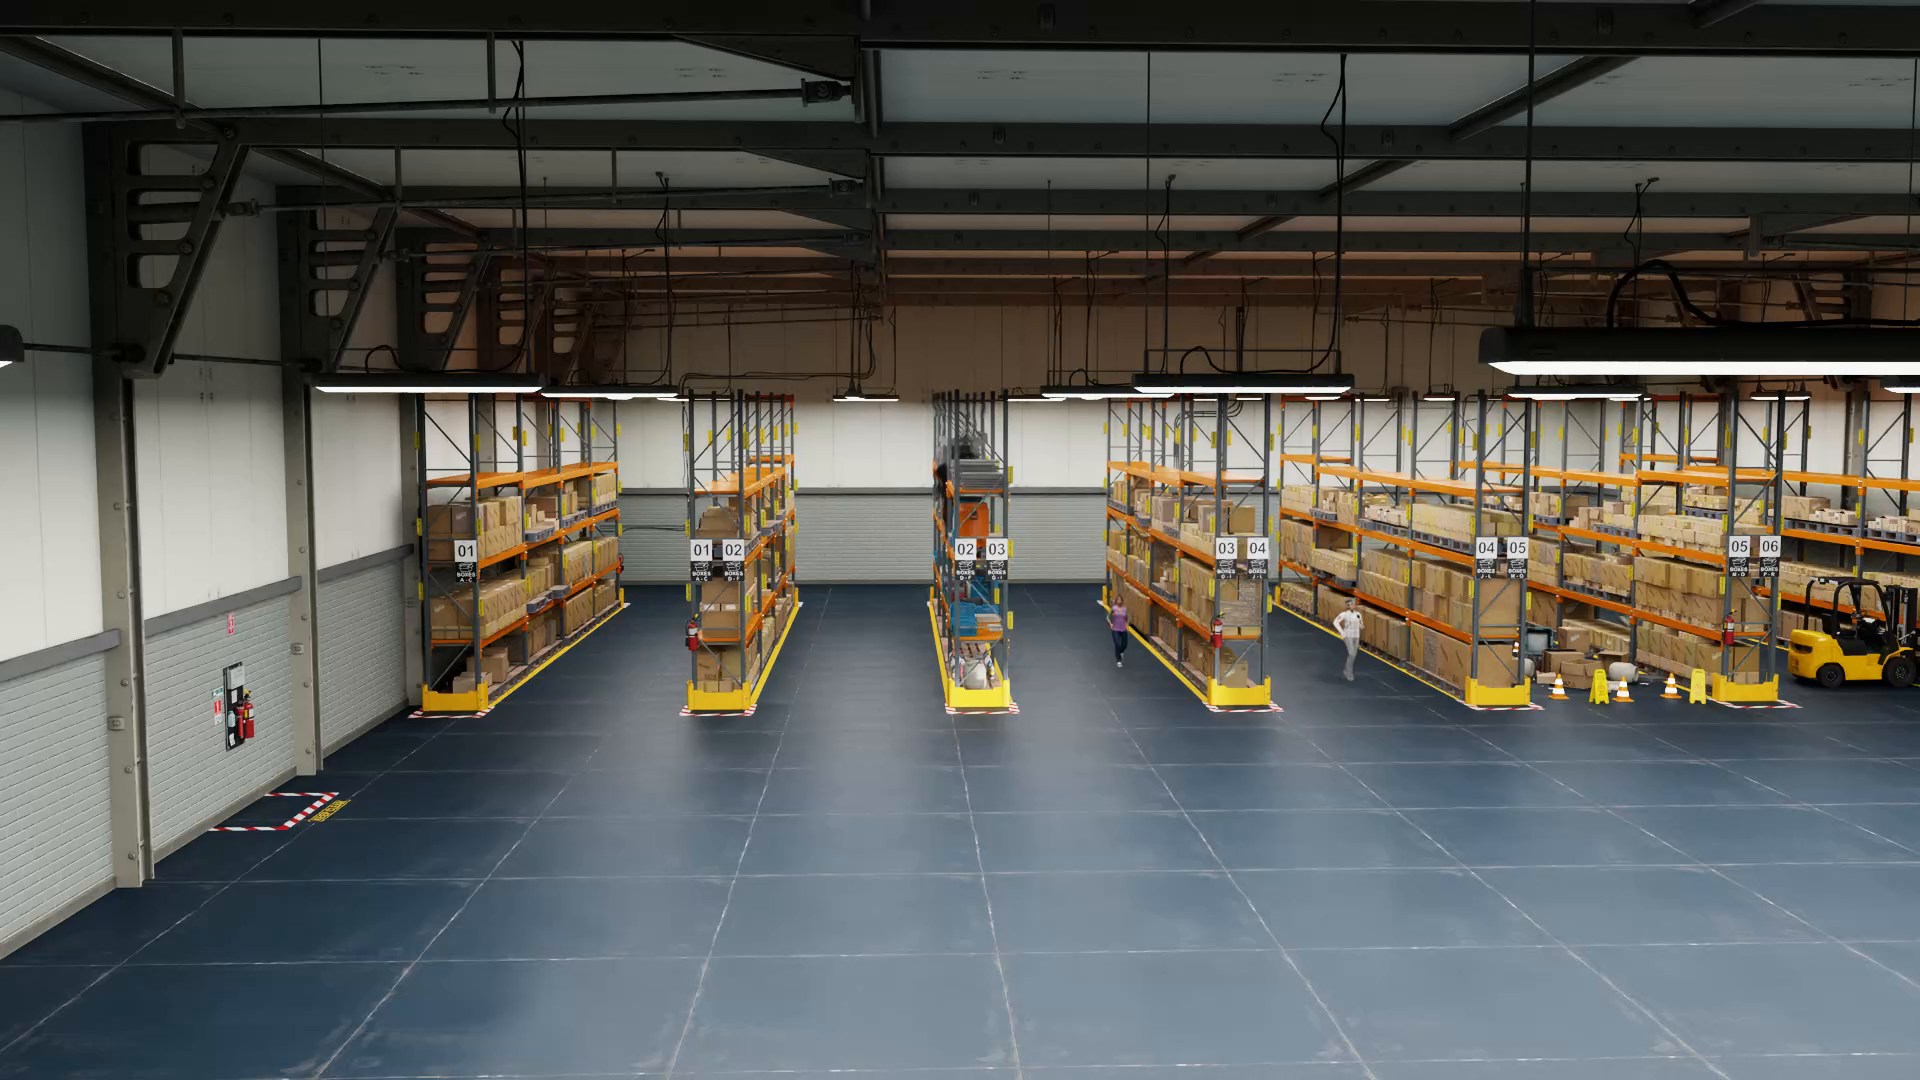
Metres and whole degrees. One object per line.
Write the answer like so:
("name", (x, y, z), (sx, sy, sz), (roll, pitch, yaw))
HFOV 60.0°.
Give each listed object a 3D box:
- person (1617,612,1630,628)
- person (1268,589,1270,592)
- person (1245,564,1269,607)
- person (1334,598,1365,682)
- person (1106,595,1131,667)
("person", (16.328, 1.588, 40.778), (0.566, 1.657, 0.804), (0, 5, -4))
("person", (8.749, 0.885, 48.916), (0.785, 1.732, 0.796), (-1, 5, -10))
("person", (8.021, 1.168, 45.070), (0.709, 1.771, 0.973), (0, 5, -1))
("person", (8.132, 2.068, 34.527), (0.592, 1.735, 0.676), (-2, 5, -18))
("person", (3.471, 1.979, 36.405), (0.539, 1.551, 0.622), (0, 5, -2))
